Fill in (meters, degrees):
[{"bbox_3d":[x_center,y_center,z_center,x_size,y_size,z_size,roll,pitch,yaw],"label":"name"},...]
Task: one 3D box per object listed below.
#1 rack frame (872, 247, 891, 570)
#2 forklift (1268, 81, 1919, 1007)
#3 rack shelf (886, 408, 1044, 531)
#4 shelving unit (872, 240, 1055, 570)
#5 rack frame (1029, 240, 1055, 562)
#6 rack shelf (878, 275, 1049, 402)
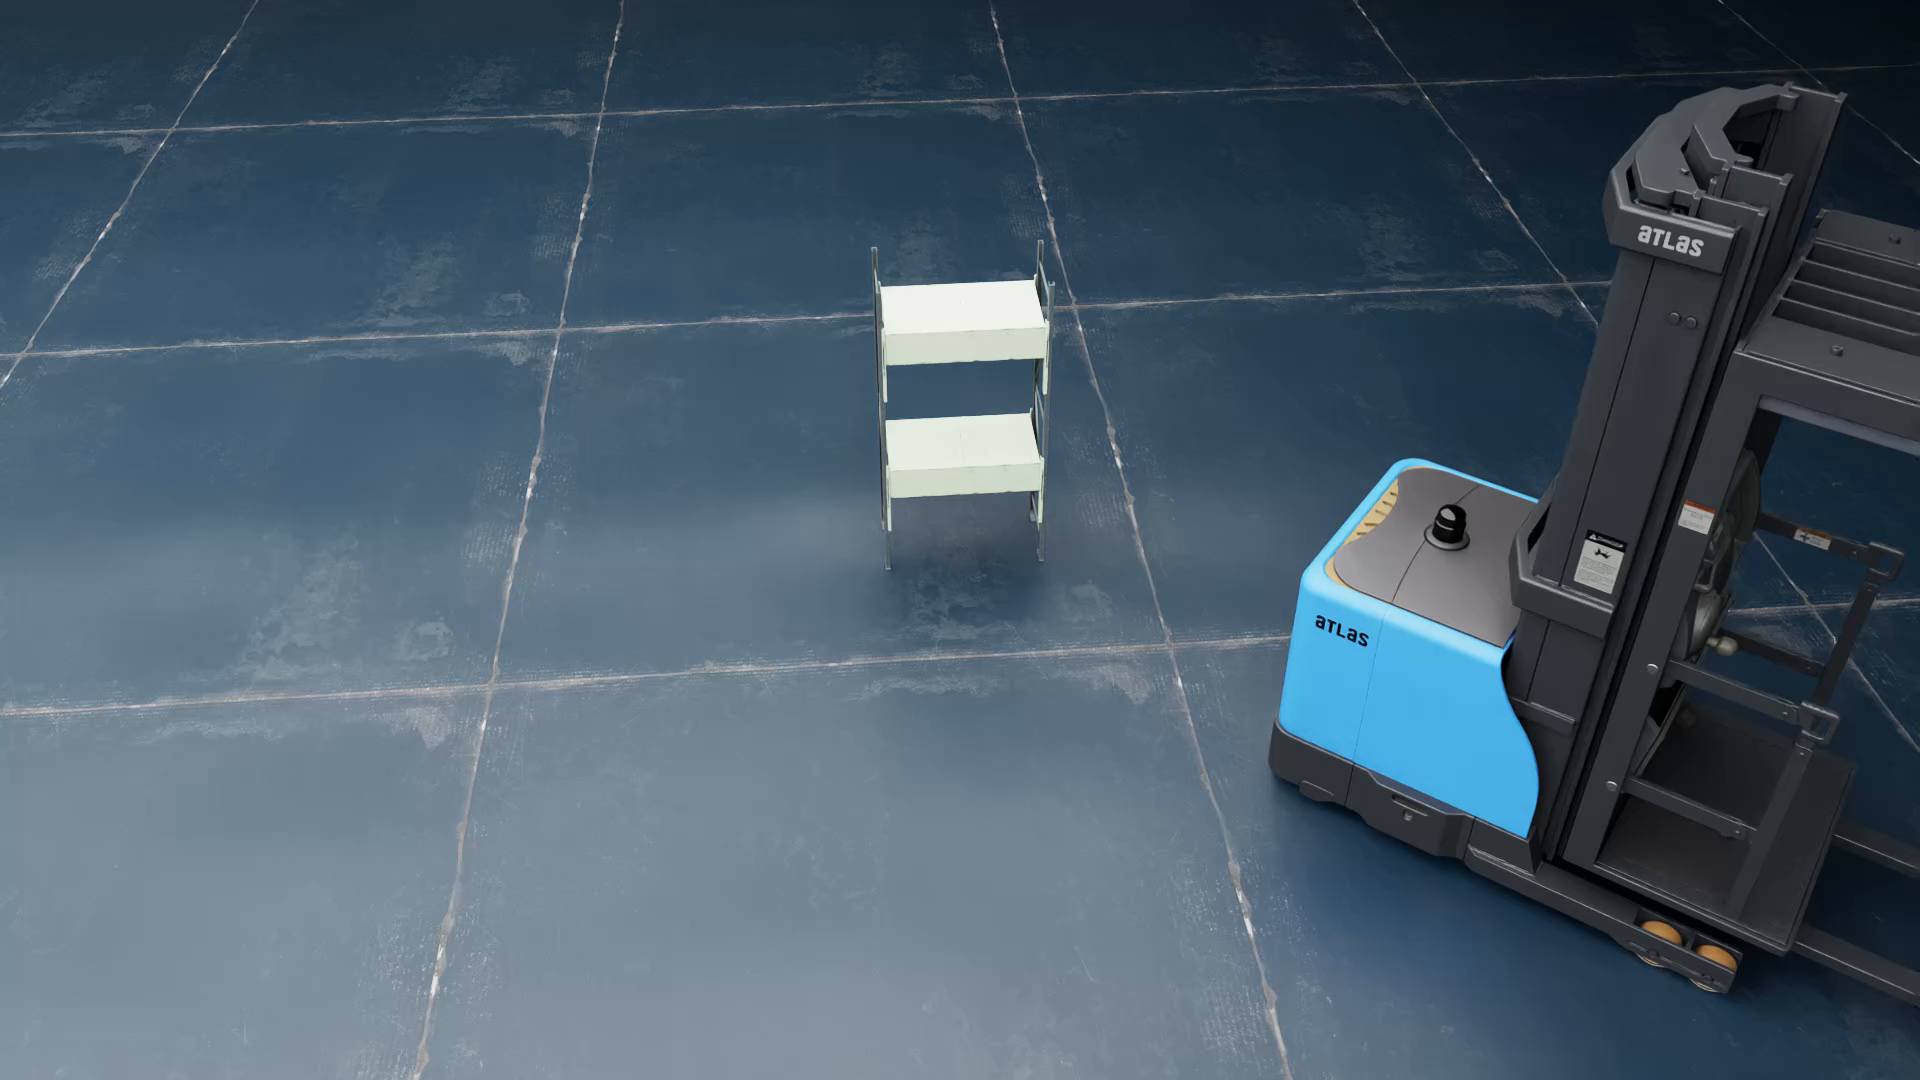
[{"bbox_3d":[-0.358,-0.569,7.582,0.023,1.500,0.400,-3,38,-4],"label":"rack frame"},{"bbox_3d":[2.762,0.101,5.578,3.031,2.935,1.130,23,44,27],"label":"forklift"},{"bbox_3d":[0.007,-0.333,7.810,0.720,0.370,0.431,-3,38,-4],"label":"rack shelf"},{"bbox_3d":[0.007,-0.589,7.608,0.755,1.500,0.431,-3,38,-4],"label":"shelving unit"},{"bbox_3d":[0.371,-0.609,7.633,0.023,1.500,0.400,-3,38,-4],"label":"rack frame"},{"bbox_3d":[0.007,-0.896,7.366,0.720,0.370,0.431,-3,38,-4],"label":"rack shelf"}]
